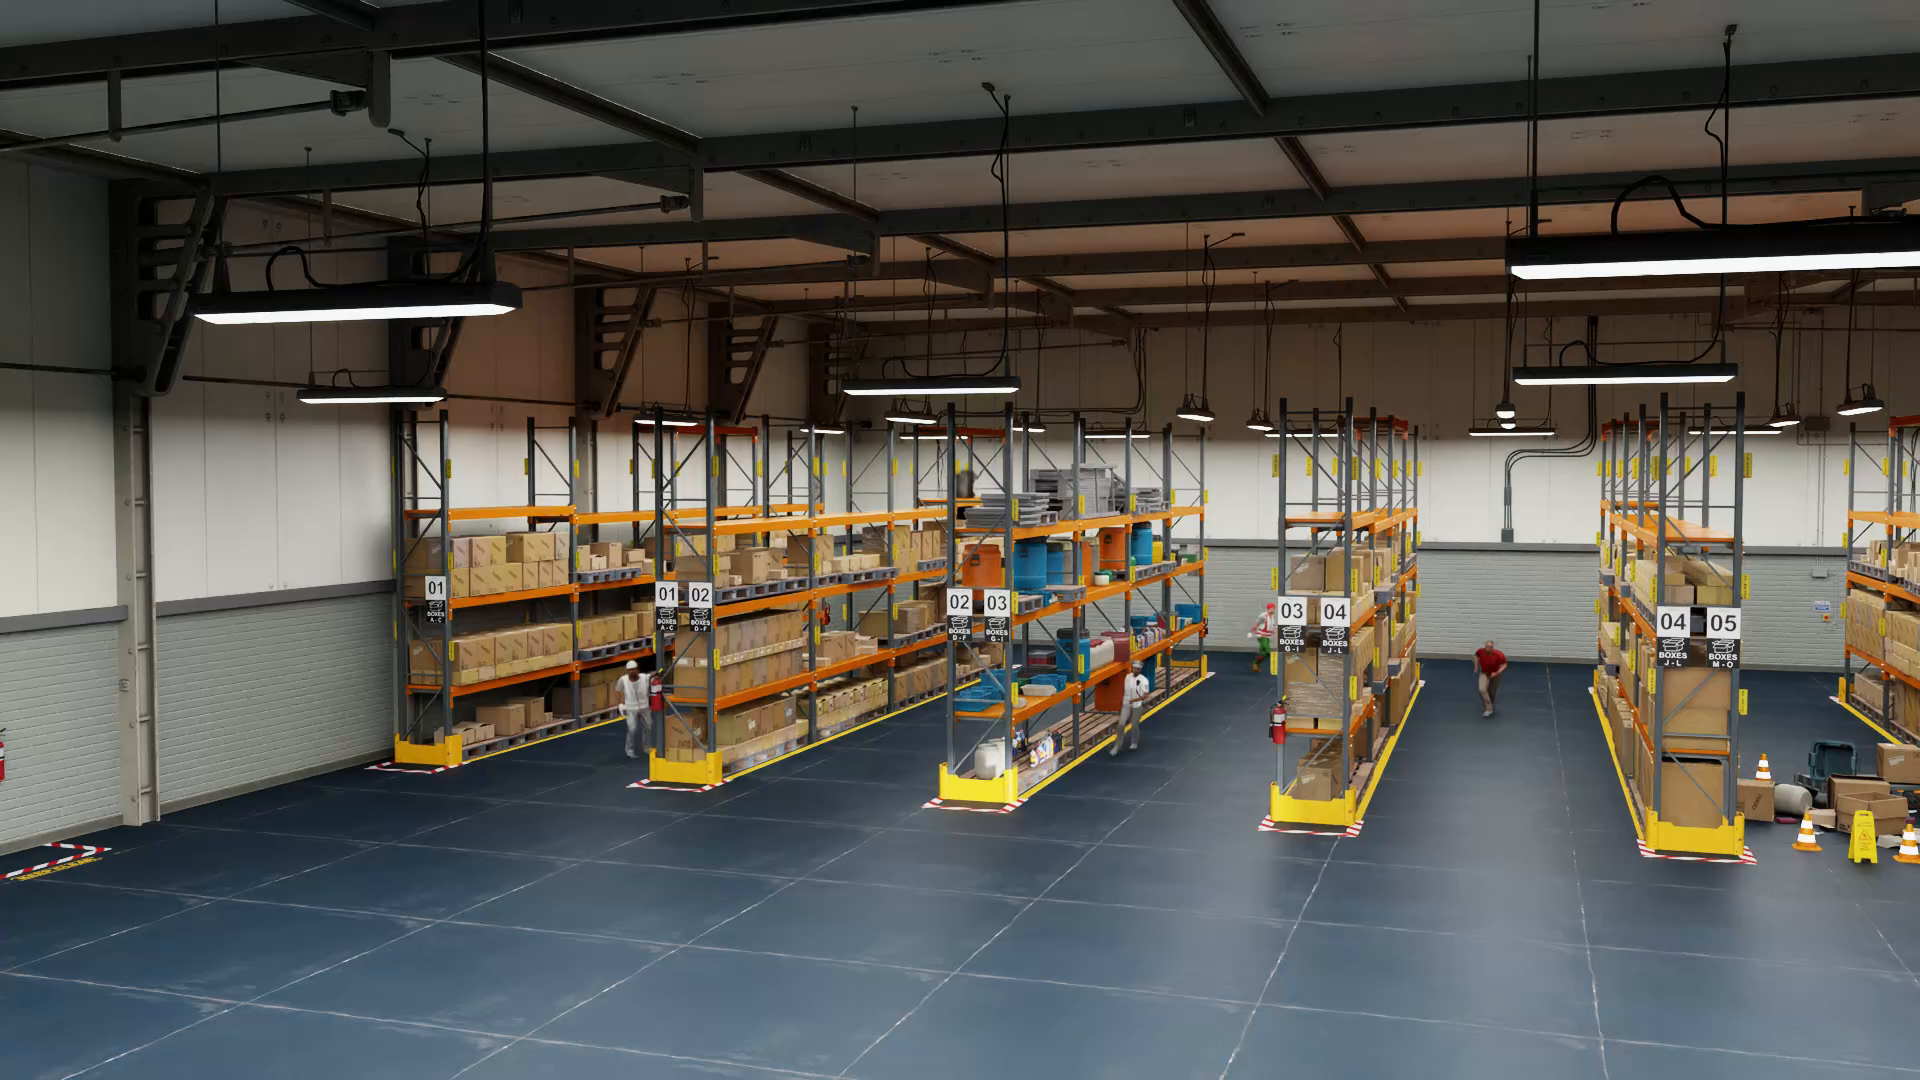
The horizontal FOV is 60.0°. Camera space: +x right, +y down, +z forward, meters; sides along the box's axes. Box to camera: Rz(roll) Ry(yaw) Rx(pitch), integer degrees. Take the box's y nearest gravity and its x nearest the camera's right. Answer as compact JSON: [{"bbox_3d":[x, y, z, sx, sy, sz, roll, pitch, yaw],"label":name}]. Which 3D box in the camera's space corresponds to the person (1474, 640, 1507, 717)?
[{"bbox_3d":[10.820,2.778,33.860,0.663,1.568,1.067,1,3,24],"label":"person"}]

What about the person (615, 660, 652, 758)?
[{"bbox_3d":[-5.602,2.934,28.886,0.697,1.717,0.765,-1,3,-24],"label":"person"}]

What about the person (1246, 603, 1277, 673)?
[{"bbox_3d":[7.454,2.386,40.672,0.717,1.725,0.630,2,3,39],"label":"person"}]

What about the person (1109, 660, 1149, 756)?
[{"bbox_3d":[3.007,2.914,29.070,0.648,1.666,0.809,1,3,22],"label":"person"}]
